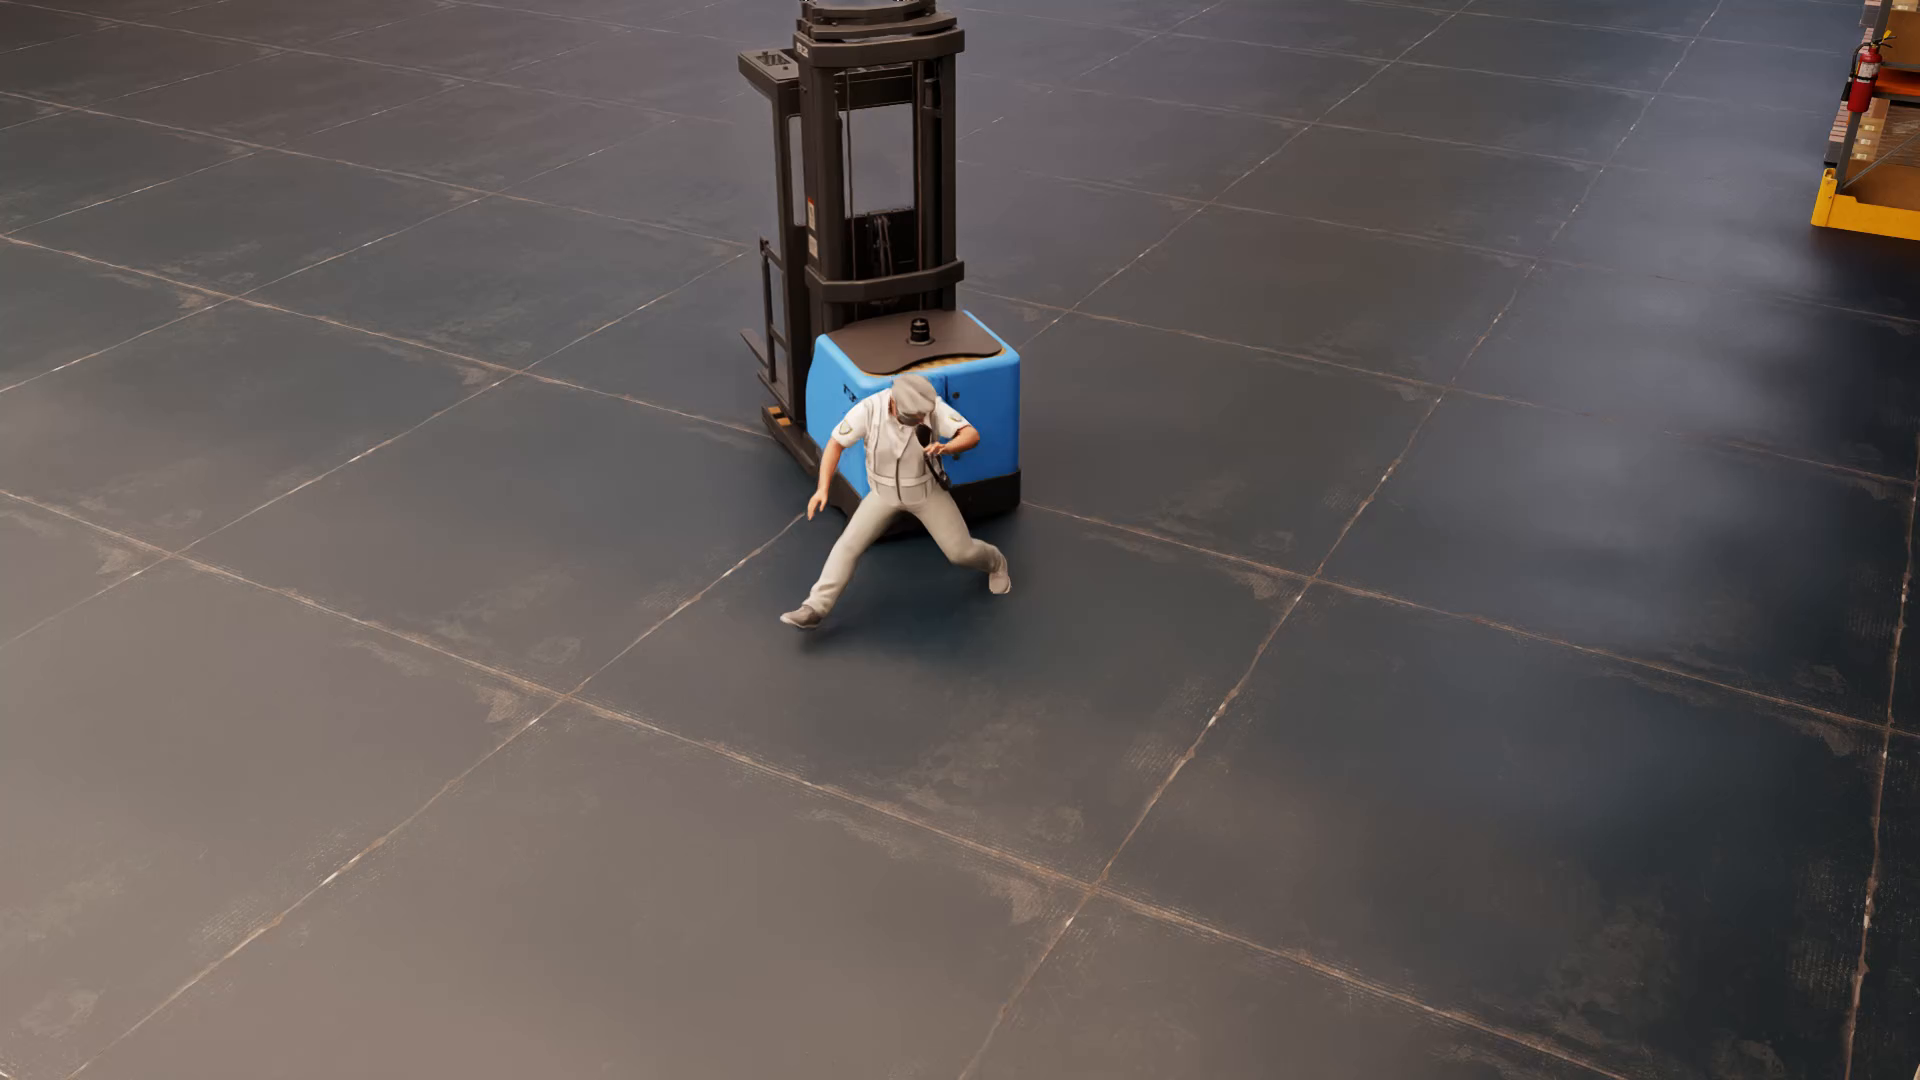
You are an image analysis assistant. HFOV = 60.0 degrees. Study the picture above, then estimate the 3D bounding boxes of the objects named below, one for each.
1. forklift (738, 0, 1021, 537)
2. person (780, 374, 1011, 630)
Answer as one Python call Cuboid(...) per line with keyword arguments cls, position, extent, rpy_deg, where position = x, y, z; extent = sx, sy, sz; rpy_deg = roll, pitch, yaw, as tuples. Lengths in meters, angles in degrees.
Cuboid(cls="forklift", position=(-0.692, -2.001, 10.538), extent=(1.130, 2.935, 3.031), rpy_deg=(-13, 32, -21))
Cuboid(cls="person", position=(-0.324, -0.210, 8.973), extent=(1.134, 1.464, 1.119), rpy_deg=(5, 30, 8))
